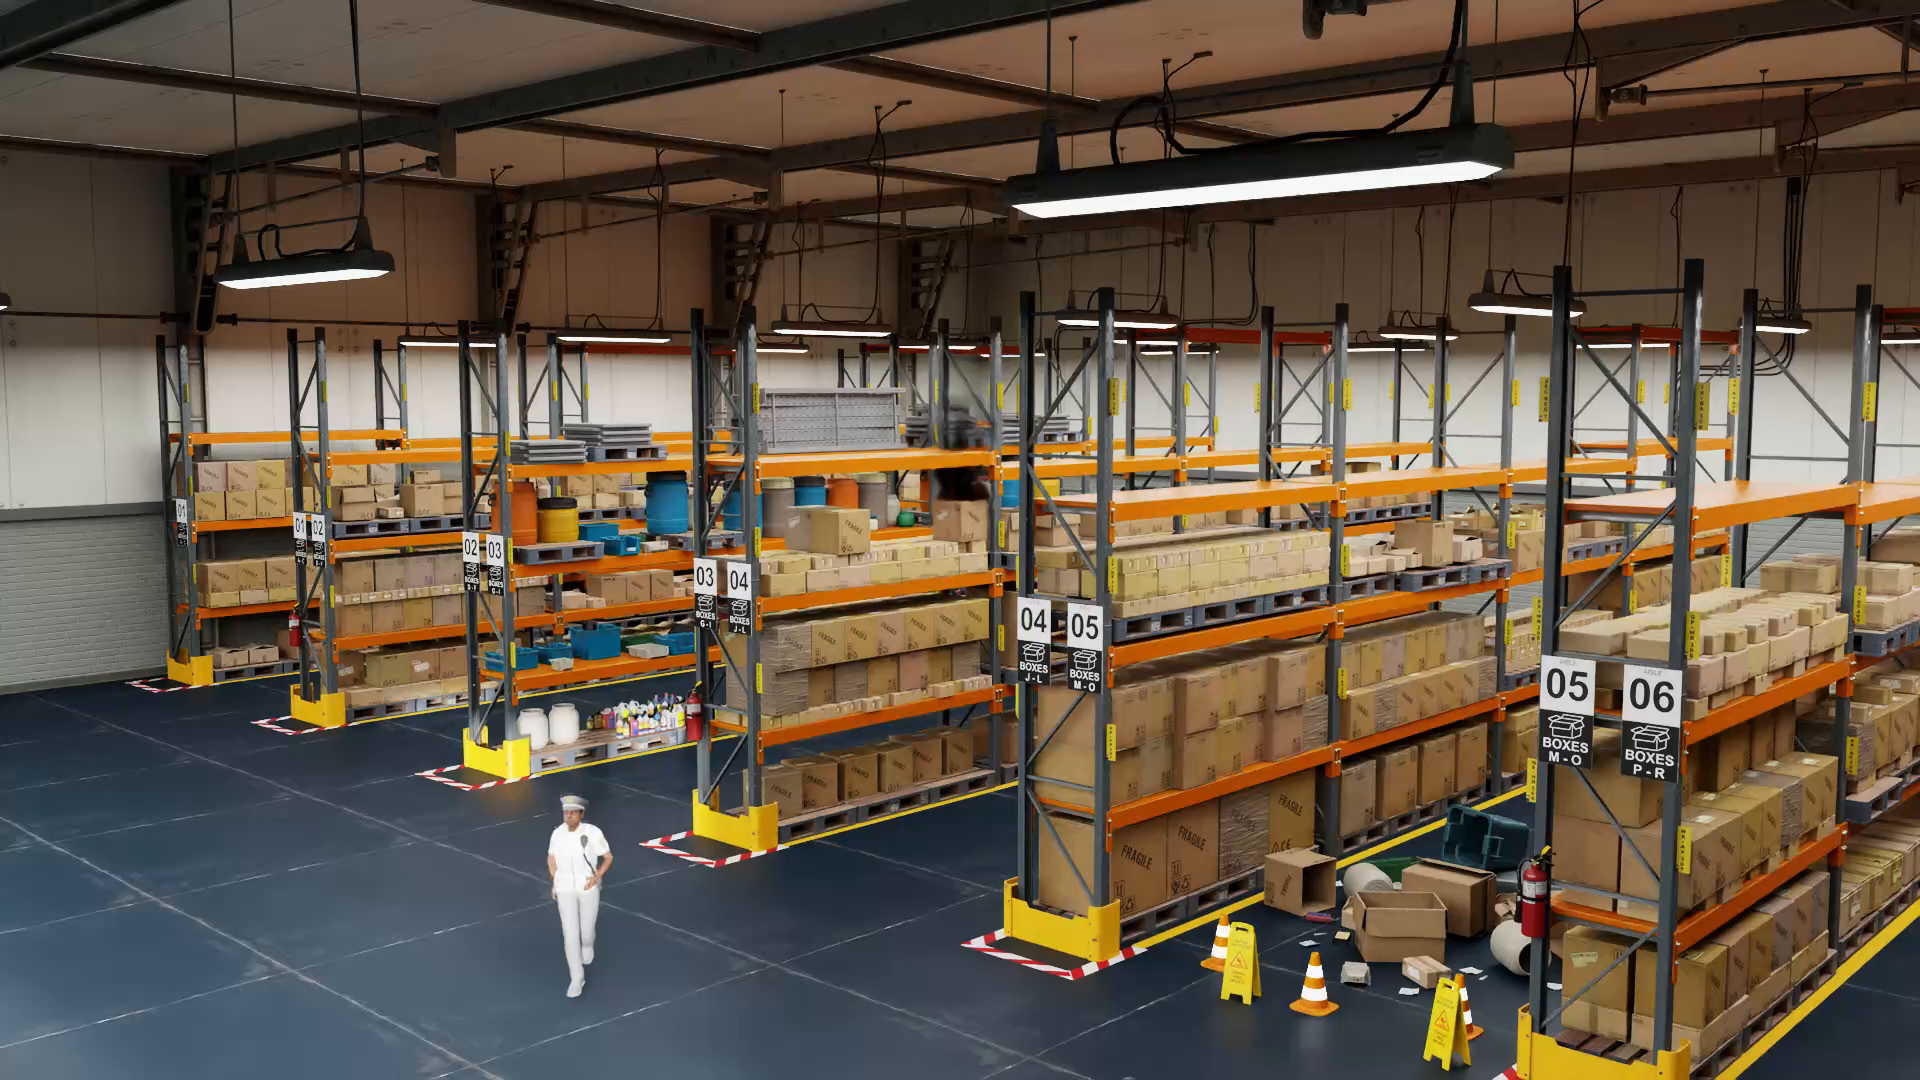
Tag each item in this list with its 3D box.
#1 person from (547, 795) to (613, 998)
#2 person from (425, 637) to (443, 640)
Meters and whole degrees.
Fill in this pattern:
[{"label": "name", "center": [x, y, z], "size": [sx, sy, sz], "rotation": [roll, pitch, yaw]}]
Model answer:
[{"label": "person", "center": [-3.274, 3.003, 14.296], "size": [0.576, 1.692, 0.673], "rotation": [0, 5, -2]}, {"label": "person", "center": [-9.145, 1.658, 28.872], "size": [0.605, 1.620, 0.569], "rotation": [5, 7, 42]}]
